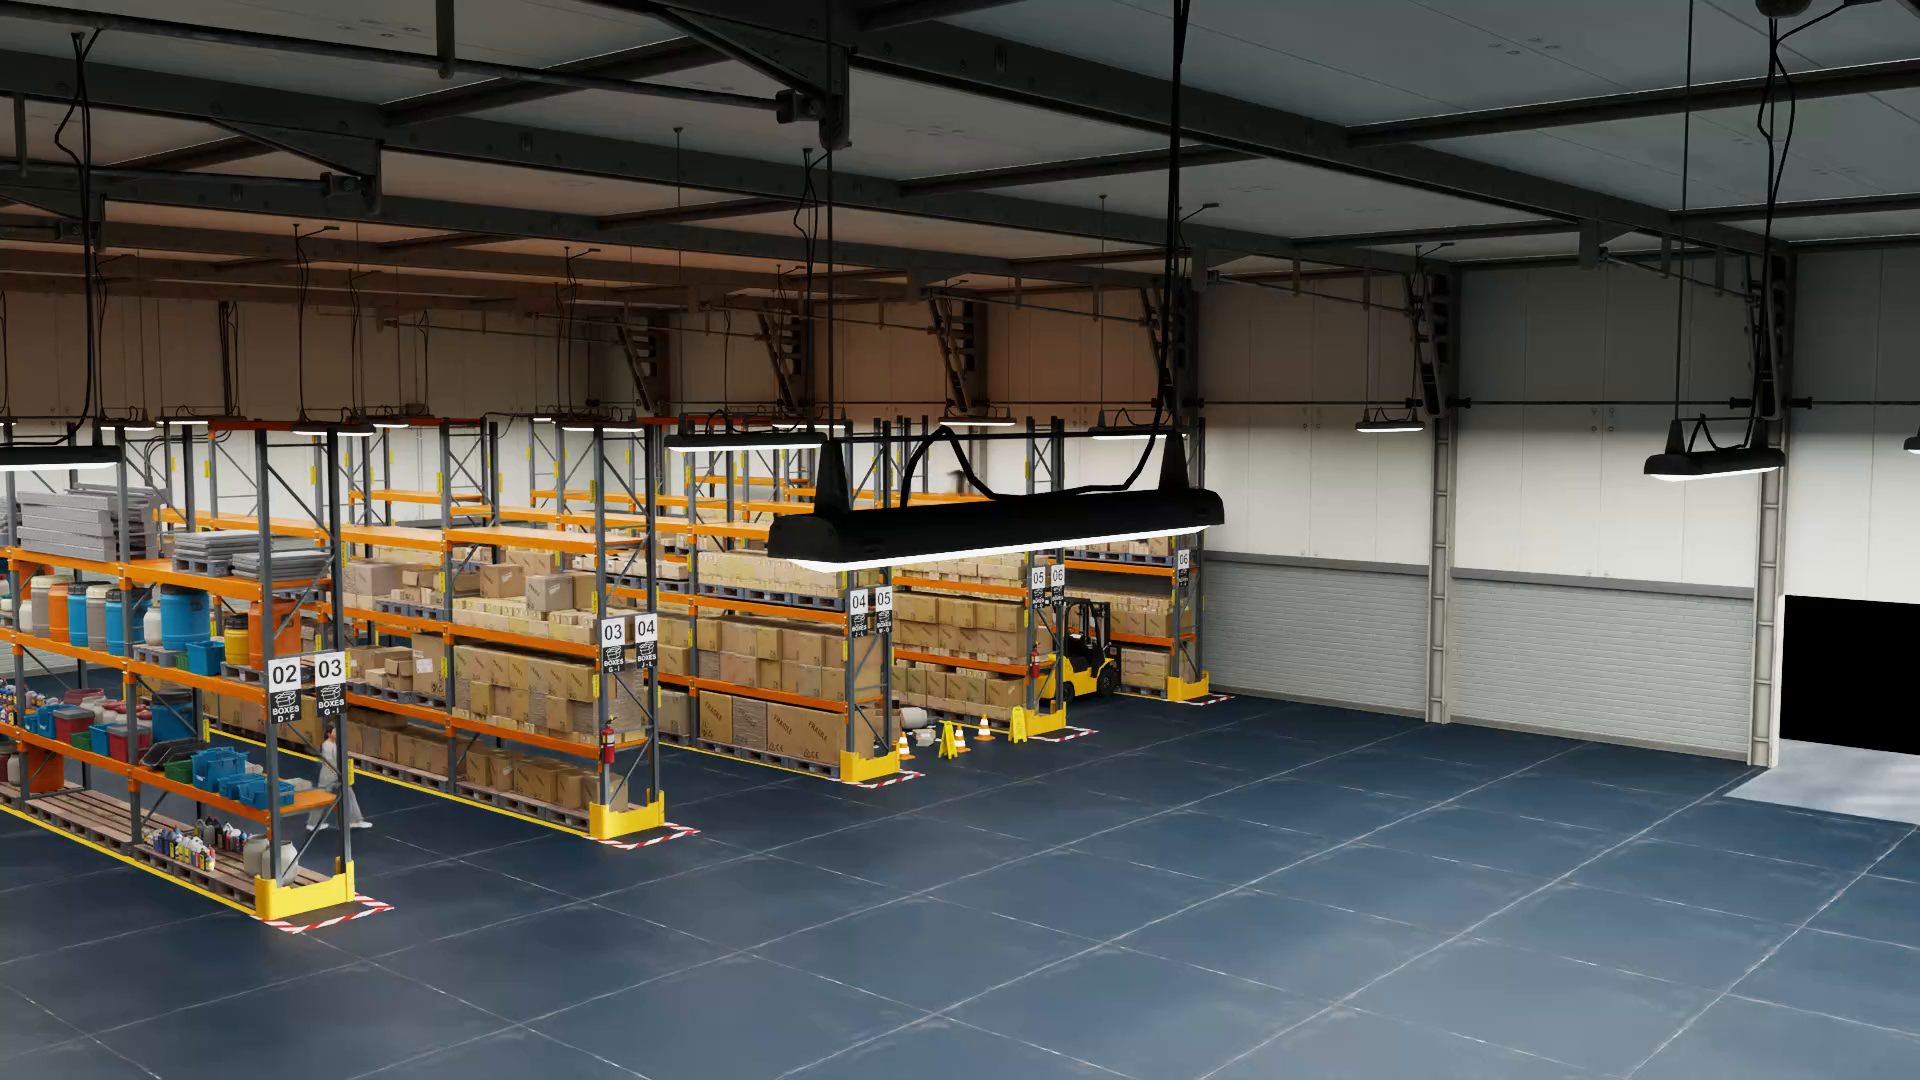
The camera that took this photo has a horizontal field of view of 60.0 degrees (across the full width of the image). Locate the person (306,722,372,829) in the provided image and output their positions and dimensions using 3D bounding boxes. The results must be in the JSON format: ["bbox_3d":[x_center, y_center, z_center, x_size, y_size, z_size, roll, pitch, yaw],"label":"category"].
[{"bbox_3d":[-9.137,3.461,24.335,0.922,1.601,0.539,0,5,-2],"label":"person"}]
